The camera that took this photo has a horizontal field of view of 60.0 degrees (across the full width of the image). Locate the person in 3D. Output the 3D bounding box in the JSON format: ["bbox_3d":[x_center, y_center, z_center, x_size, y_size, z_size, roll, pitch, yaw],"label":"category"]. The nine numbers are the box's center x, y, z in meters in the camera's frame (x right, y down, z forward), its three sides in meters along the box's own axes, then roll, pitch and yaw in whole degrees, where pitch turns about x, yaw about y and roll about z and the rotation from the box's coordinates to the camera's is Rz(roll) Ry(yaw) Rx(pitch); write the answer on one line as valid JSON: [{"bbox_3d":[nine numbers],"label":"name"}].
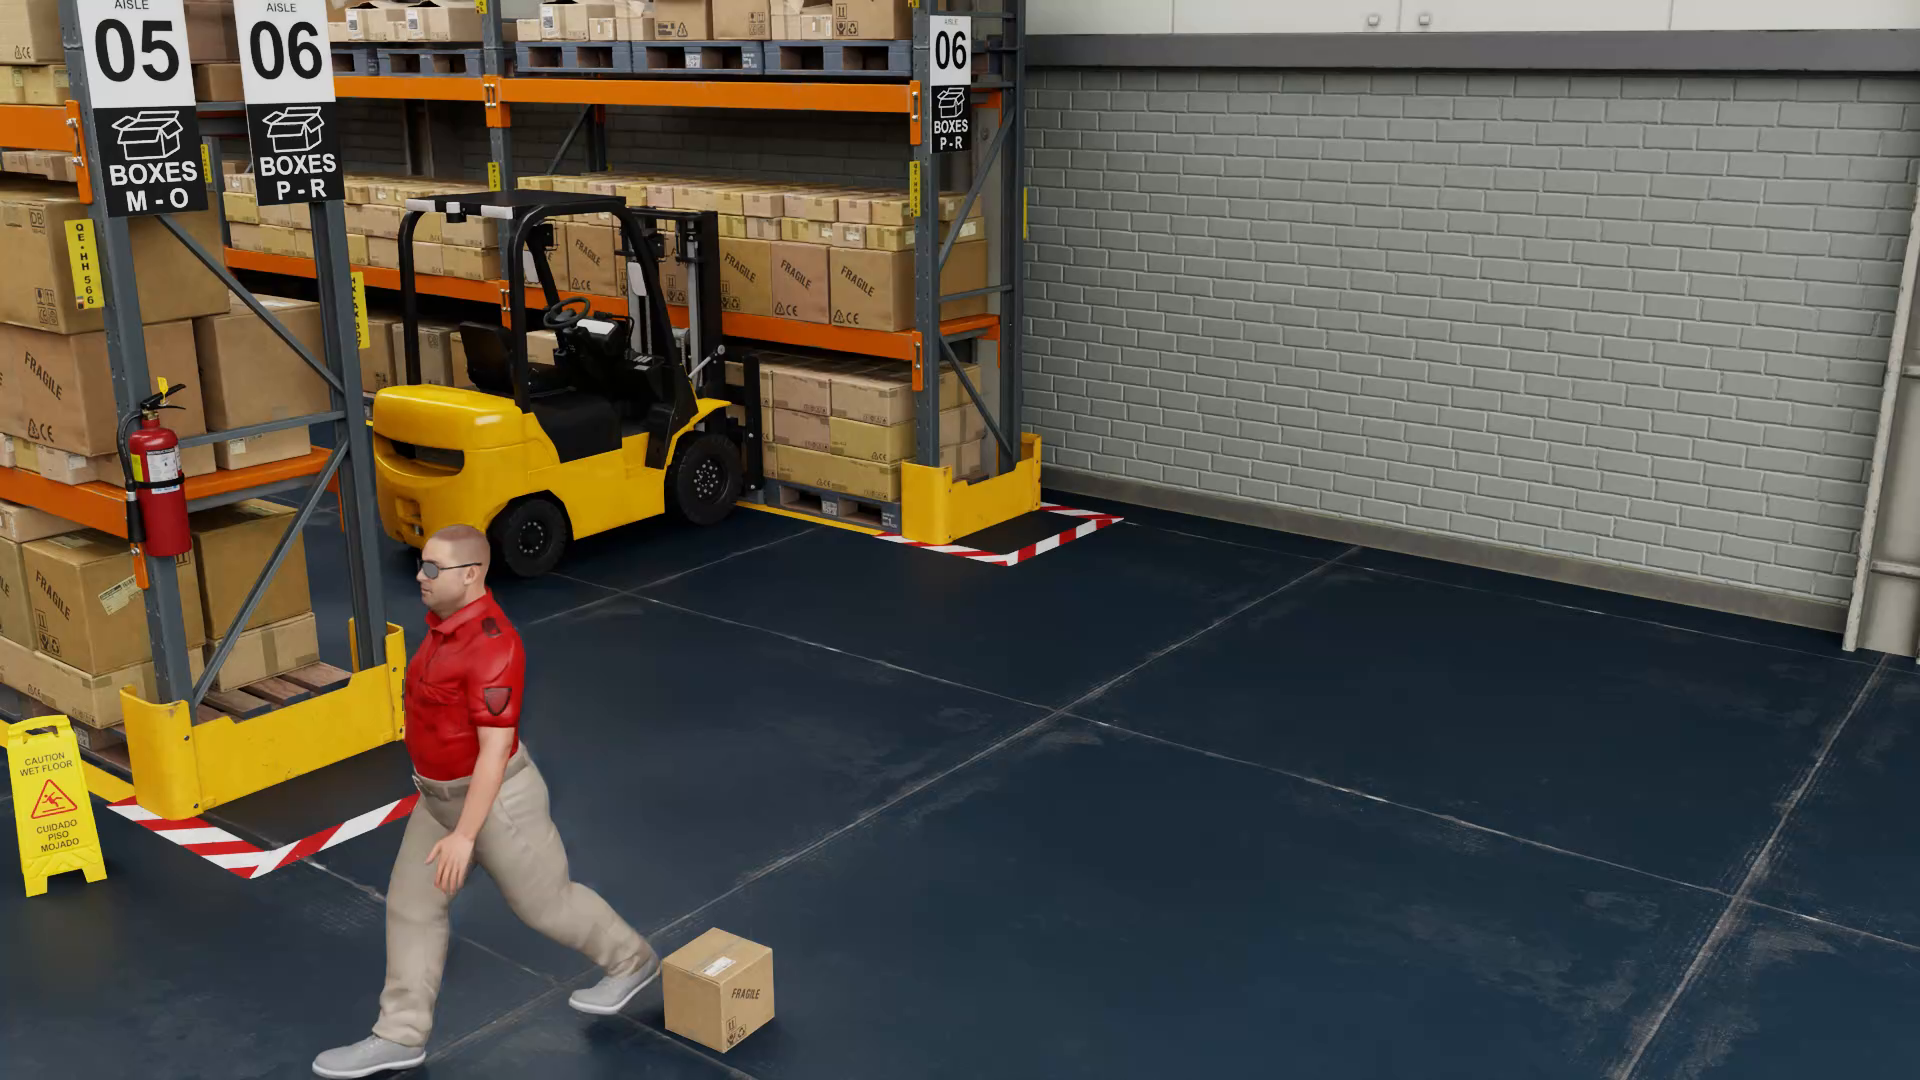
[{"bbox_3d":[-1.448,0.769,4.980,1.068,1.675,0.579,-13,21,-37],"label":"person"}]
